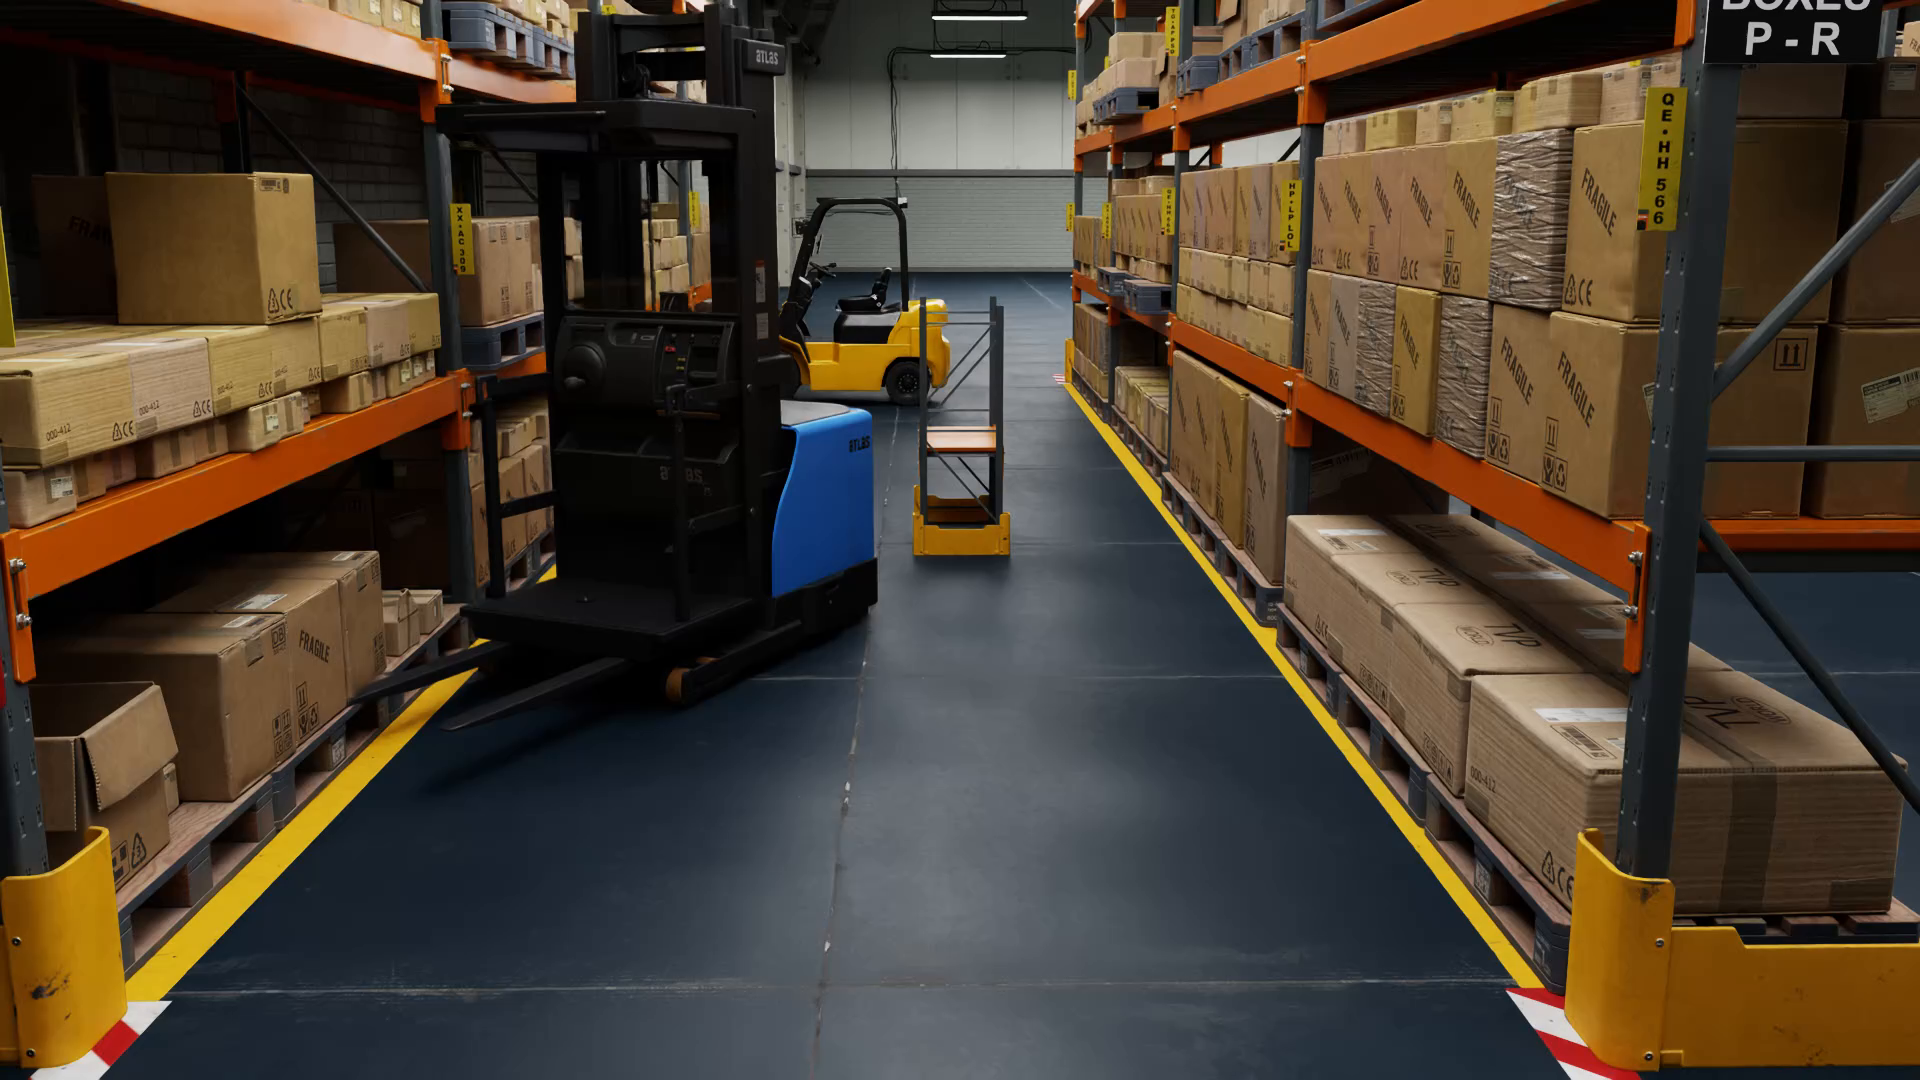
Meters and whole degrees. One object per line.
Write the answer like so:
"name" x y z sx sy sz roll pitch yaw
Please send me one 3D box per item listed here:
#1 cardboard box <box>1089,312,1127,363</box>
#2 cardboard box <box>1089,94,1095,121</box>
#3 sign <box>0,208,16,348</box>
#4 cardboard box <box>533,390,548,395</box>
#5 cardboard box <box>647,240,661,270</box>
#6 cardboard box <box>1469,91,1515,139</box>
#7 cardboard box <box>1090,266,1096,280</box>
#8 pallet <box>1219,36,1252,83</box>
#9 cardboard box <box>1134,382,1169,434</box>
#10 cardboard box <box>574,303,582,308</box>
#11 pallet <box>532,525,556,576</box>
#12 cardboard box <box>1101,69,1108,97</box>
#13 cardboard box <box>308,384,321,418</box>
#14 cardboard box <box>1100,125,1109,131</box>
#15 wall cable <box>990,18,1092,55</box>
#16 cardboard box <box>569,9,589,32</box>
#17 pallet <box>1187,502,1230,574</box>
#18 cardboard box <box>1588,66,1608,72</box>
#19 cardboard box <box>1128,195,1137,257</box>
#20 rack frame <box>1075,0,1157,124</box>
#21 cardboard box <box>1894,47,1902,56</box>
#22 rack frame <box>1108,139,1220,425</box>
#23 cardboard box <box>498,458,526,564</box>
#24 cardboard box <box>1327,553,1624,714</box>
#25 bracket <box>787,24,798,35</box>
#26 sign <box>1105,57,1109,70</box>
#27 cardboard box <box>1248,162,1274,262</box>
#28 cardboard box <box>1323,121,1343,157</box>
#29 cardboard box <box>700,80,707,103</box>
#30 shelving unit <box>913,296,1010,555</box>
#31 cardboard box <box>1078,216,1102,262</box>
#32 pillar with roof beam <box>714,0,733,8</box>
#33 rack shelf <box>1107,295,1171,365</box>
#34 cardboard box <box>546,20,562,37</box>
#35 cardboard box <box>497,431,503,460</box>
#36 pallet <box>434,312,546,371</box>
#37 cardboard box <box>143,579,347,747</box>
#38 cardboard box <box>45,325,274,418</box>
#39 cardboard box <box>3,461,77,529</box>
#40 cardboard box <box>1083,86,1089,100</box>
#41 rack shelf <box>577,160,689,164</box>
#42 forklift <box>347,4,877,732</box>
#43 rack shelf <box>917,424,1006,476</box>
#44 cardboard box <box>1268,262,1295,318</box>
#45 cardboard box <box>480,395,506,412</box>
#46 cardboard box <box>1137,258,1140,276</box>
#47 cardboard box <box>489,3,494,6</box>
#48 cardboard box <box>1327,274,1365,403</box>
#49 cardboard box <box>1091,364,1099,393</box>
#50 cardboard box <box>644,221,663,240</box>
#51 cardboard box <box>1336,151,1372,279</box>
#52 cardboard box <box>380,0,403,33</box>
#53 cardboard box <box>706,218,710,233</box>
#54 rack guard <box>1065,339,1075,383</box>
"cardboard box" 1.626 -2.131 17.492 0.500 0.500 0.500 0 11 2
"cardboard box" 1.619 -4.518 17.369 0.500 0.250 0.500 0 11 0
"sign" -2.242 -0.606 3.826 0.100 0.325 0.005 0 11 -1
"cardboard box" -2.649 -0.917 11.136 0.380 0.149 0.250 -1 11 -4
"cardboard box" -2.752 -2.336 13.648 0.500 0.250 0.500 0 11 0
"cardboard box" 1.890 -1.382 5.428 0.380 0.149 0.250 0 11 0
"cardboard box" 1.578 -2.830 17.594 0.380 0.149 0.250 0 11 -1
"pallet" 2.106 -2.819 9.838 1.003 0.211 1.213 0 11 1
"cardboard box" 1.978 -1.119 14.083 0.950 0.372 0.625 0 11 1
"cardboard box" -2.714 -1.786 12.194 0.500 0.250 0.500 0 11 -1
"pallet" -2.949 -0.013 10.092 1.003 0.211 1.213 0 11 -1
"cardboard box" 1.542 -4.071 14.857 0.500 0.250 0.500 -1 11 -3
"cardboard box" -2.646 -0.531 6.266 0.380 0.149 0.250 0 11 0
"cardboard box" 1.612 -4.199 16.801 0.380 0.149 0.250 0 11 0
"wall cable" 2.439 -15.919 50.061 3.097 2.526 0.112 0 11 -1
"cardboard box" -2.646 -3.441 11.056 0.380 0.149 0.250 0 11 1
"pallet" 1.976 -0.026 10.154 1.003 0.211 1.213 0 11 -1
"cardboard box" 6.600 -4.621 16.570 0.500 0.250 0.500 0 11 -1
"cardboard box" 1.682 -2.592 13.737 0.500 0.500 0.500 -1 11 -3
"rack frame" 1.848 -6.321 19.085 1.000 3.000 0.127 0 11 -1
"cardboard box" 6.728 -3.560 12.298 0.380 0.166 0.250 0 11 -1
"rack frame" 1.931 -2.586 15.763 1.000 3.000 0.127 0 11 -1
"cardboard box" -2.673 -0.158 9.027 0.500 0.500 0.500 0 11 -2
"cardboard box" 2.021 0.357 6.642 0.875 0.438 0.875 -1 11 -3
"bracket" -4.134 -12.612 41.039 0.235 0.232 0.430 0 11 -1
"sign" 1.388 -4.306 15.394 0.100 0.325 0.005 0 11 -1
"cardboard box" 1.818 -1.726 8.754 0.500 0.500 0.500 0 11 0
"cardboard box" 1.843 -1.789 7.435 0.380 0.149 0.250 0 11 -2
"cardboard box" -2.967 -4.728 17.209 0.797 0.503 0.637 0 11 1
"shelving unit" -0.002 -0.750 10.485 0.587 1.500 1.083 0 11 -1
"cardboard box" 1.594 -3.378 18.665 0.500 0.500 0.500 0 11 1
"pillar with roof beam" 0.055 -8.561 30.126 9.100 9.000 0.400 0 11 -1
"rack shelf" 1.972 -1.836 13.874 1.077 0.370 4.000 0 11 -1
"cardboard box" -2.687 -3.139 10.319 0.380 0.149 0.250 0 11 -1
"cardboard box" -2.727 -0.506 9.108 0.380 0.149 0.250 0 11 -2
"pallet" -2.774 -1.040 8.624 1.003 0.211 1.213 0 11 -1
"cardboard box" -2.592 0.442 6.067 0.500 0.500 0.500 0 11 0
"cardboard box" -2.548 -0.544 5.326 0.500 0.250 0.500 0 11 -2
"cardboard box" -2.517 -0.123 4.253 0.380 0.149 0.250 0 11 -2
"cardboard box" 1.547 -4.897 18.237 0.380 0.149 0.250 0 11 -1
"rack shelf" -2.991 -3.285 13.472 1.077 0.370 4.000 0 11 -1
"forklift" -1.510 -0.828 7.267 1.130 2.935 3.031 5 13 25
"rack shelf" -0.002 -0.576 10.529 0.538 0.185 1.000 0 11 -1
"cardboard box" 1.844 -1.254 8.316 0.500 0.250 0.500 0 11 -1
"cardboard box" -3.186 -0.862 10.861 0.380 0.149 0.250 0 11 0
"cardboard box" 1.660 -2.246 13.659 0.380 0.149 0.250 -1 11 -3
"cardboard box" -2.549 -2.739 8.296 0.380 0.149 0.250 0 11 -1
"cardboard box" 1.850 -0.851 6.956 0.500 0.500 0.500 0 11 -1
"cardboard box" 1.629 -1.667 17.090 0.500 0.250 0.500 -1 11 -3
"cardboard box" -2.664 -2.559 13.744 0.380 0.149 0.250 -1 11 -3
"cardboard box" 1.868 -1.339 6.848 0.500 0.500 0.500 0 11 -2
"cardboard box" -2.562 -2.203 6.960 0.380 0.149 0.250 0 11 -1
"cardboard box" -2.751 -3.201 16.910 0.380 0.149 0.250 0 11 -2
"rack guard" 1.849 -2.141 19.856 1.175 0.500 0.348 0 11 -1
